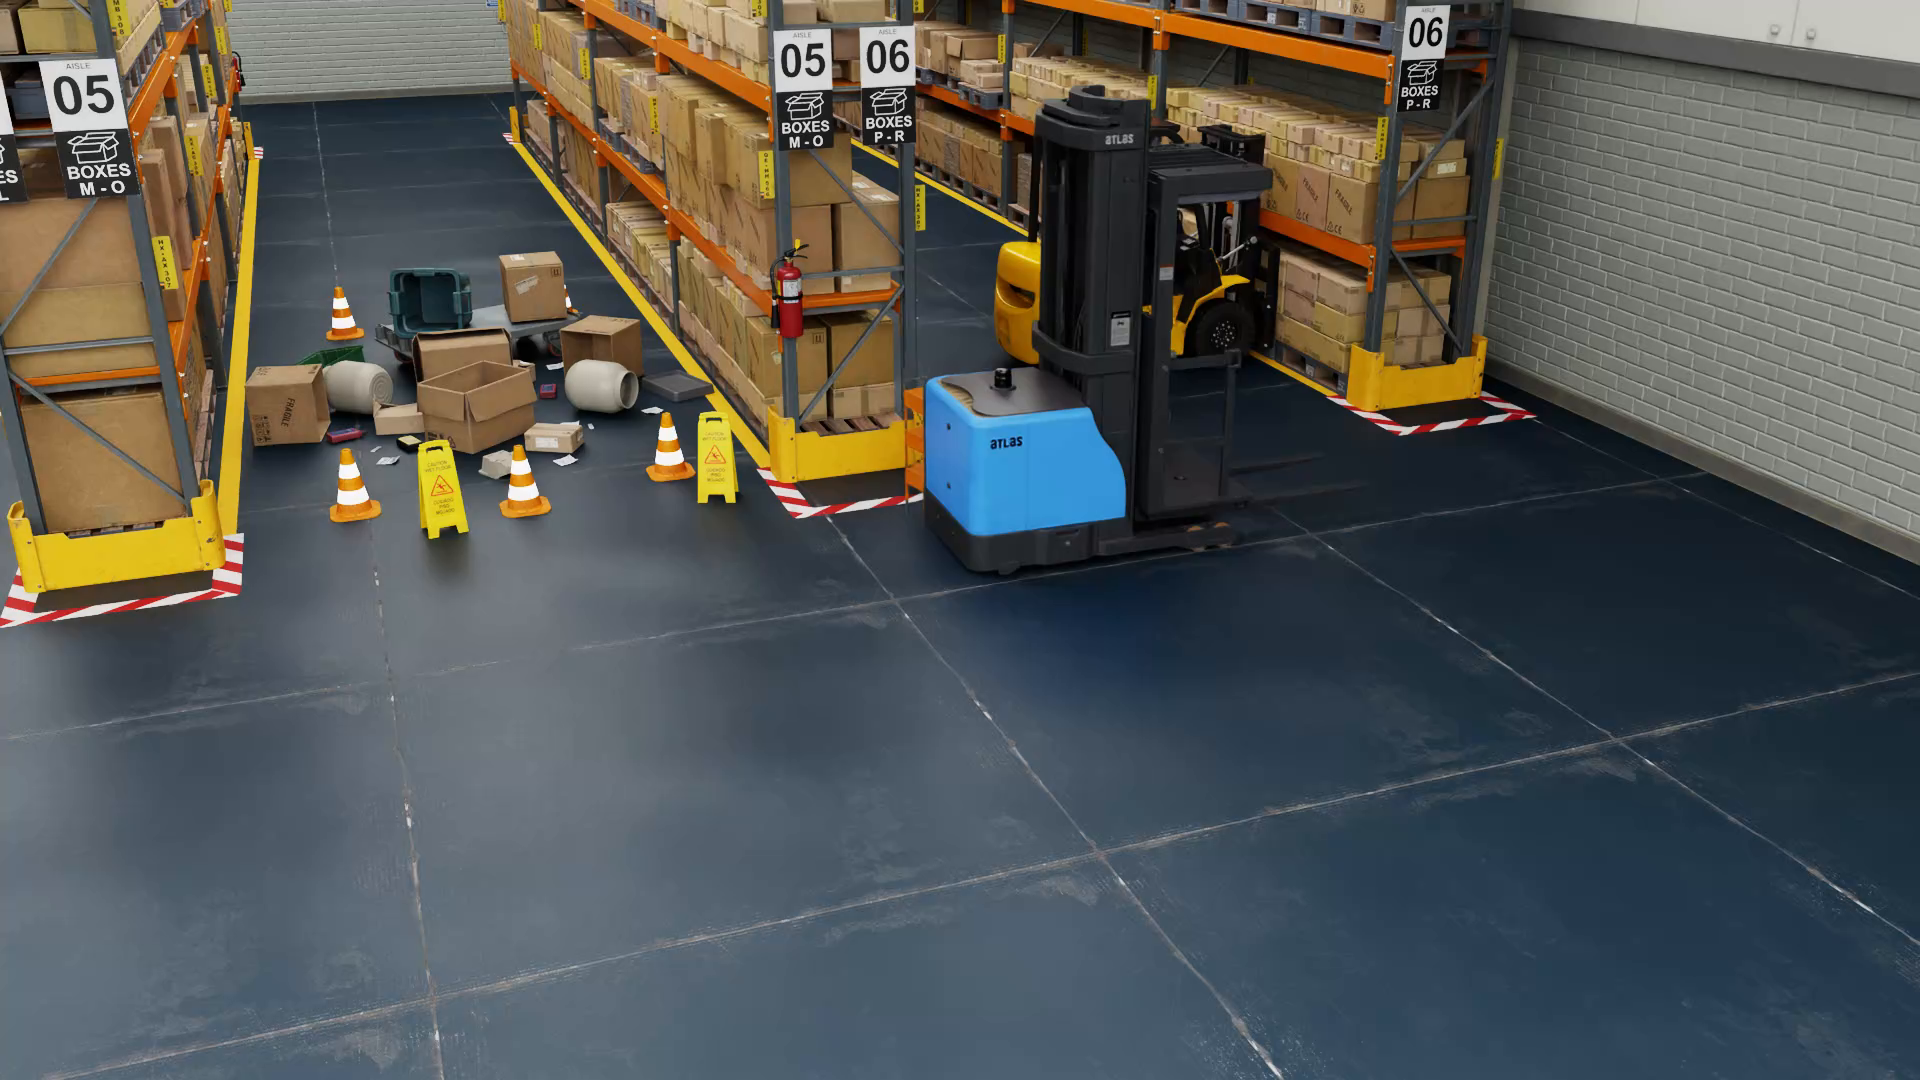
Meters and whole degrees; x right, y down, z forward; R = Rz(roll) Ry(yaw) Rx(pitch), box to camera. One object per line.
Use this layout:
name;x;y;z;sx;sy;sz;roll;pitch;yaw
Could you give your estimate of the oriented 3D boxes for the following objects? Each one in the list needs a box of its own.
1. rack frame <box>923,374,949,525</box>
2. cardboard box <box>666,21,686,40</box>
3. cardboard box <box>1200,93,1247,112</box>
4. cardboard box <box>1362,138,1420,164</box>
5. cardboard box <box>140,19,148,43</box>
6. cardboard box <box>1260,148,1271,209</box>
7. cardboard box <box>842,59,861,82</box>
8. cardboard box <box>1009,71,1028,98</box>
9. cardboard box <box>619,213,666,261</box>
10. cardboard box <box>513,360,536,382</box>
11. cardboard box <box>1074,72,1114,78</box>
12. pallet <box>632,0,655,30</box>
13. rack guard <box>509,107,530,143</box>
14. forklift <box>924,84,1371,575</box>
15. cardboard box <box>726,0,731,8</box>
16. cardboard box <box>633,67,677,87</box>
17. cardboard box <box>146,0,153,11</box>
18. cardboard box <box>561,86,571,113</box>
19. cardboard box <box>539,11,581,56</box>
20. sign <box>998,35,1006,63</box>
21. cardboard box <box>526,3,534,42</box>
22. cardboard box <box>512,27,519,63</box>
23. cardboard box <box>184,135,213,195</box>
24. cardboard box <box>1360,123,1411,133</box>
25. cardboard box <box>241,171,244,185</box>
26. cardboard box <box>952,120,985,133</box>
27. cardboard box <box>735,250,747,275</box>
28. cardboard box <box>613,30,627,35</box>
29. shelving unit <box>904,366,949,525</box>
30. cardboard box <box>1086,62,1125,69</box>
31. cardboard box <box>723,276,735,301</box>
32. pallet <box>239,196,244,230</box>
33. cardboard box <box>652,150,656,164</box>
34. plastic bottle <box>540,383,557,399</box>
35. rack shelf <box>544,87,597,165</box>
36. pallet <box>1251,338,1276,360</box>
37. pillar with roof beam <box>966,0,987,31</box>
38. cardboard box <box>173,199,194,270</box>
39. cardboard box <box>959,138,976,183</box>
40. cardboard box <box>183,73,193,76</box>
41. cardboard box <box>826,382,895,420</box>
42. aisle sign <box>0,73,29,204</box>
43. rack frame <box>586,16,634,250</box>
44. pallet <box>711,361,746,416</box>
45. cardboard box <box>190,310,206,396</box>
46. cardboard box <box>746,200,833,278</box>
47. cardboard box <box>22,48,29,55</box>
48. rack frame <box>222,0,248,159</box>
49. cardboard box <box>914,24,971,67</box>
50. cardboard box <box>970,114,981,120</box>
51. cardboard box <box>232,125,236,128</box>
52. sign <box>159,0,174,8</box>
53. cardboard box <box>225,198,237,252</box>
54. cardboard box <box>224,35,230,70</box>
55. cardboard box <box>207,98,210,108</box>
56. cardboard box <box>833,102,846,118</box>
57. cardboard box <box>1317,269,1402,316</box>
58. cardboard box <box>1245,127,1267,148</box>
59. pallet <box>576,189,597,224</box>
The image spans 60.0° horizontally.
rack frame;-0.160;-0.609;11.343;0.200;1.050;0.008;-15;27;-31
cardboard box;-2.300;-4.377;14.235;0.380;0.149;0.250;-8;24;-19
cardboard box;2.534;-4.195;15.993;0.380;0.149;0.250;-9;24;-20
cardboard box;3.513;-3.173;13.570;0.380;0.149;0.250;-8;24;-19
cardboard box;-5.846;-3.508;11.503;0.380;0.149;0.250;-8;24;-19
cardboard box;2.873;-3.336;15.174;0.500;0.500;0.500;-8;24;-19
cardboard box;-0.619;-3.339;11.771;0.380;0.149;0.250;-8;24;-19
cardboard box;0.916;-5.460;19.891;0.500;0.250;0.500;-8;24;-19
cardboard box;-3.173;-3.323;18.115;0.950;0.372;0.625;-9;24;-20
cardboard box;-3.939;-1.511;14.492;0.396;0.266;0.258;12;26;27
cardboard box;1.496;-5.137;18.611;0.380;0.149;0.250;-8;24;-19
pallet;-2.337;-4.895;15.383;1.213;0.211;1.003;-8;24;-19
rack guard;-6.466;-6.578;26.213;1.175;0.500;0.348;-8;24;-19
forklift;1.329;-1.459;10.937;3.031;2.935;1.130;-8;24;-18
cardboard box;-1.553;-4.101;12.552;0.380;0.149;0.250;-9;24;-21
cardboard box;-2.967;-4.518;16.220;0.380;0.149;0.250;-9;25;-21
cardboard box;-6.221;-4.007;12.174;0.500;0.250;0.500;-8;24;-19
cardboard box;-4.618;-5.443;20.496;0.500;0.250;0.500;-9;24;-20
cardboard box;-5.158;-6.575;21.572;0.500;0.500;0.500;-8;24;-18
sign;0.506;-5.916;20.035;0.100;0.325;0.005;-8;24;-19
cardboard box;-5.641;-7.094;22.802;0.500;0.500;0.500;-9;24;-20
cardboard box;-6.352;-7.373;24.753;0.500;0.500;0.500;-9;24;-20
cardboard box;-7.280;-3.469;15.489;0.500;0.500;0.500;-8;24;-18
cardboard box;3.677;-3.509;14.366;0.380;0.149;0.250;-8;24;-19
cardboard box;-9.562;-4.705;21.680;0.380;0.149;0.250;-8;24;-17
cardboard box;0.118;-5.564;22.431;0.380;0.149;0.250;-8;24;-19
cardboard box;-1.521;-2.161;12.837;0.380;0.149;0.250;-8;24;-18
cardboard box;-3.761;-5.713;19.526;0.500;0.500;0.500;-8;24;-19
shelving unit;-0.228;-0.649;11.436;0.215;1.050;0.252;-15;27;-31
cardboard box;1.698;-5.489;19.448;0.380;0.149;0.250;-9;24;-20
cardboard box;-1.702;-2.046;13.440;0.380;0.149;0.250;-7;24;-17
pallet;-9.363;-3.984;20.431;1.003;0.211;1.213;-8;24;-19
cardboard box;-2.735;-3.686;15.916;0.380;0.149;0.250;-9;25;-21
plastic bottle;-3.517;-1.281;14.210;0.133;0.061;0.283;-4;23;-10
rack shelf;-4.338;-5.209;20.674;1.077;0.370;4.000;-8;24;-19
pallet;3.100;-2.020;15.770;1.003;0.211;1.213;-8;24;-19
pillar with roof beam;-3.833;-9.501;22.205;9.100;9.000;0.400;-8;24;-19
cardboard box;-6.457;-2.385;12.853;0.875;0.550;0.550;-8;24;-19
cardboard box;0.306;-5.036;22.013;0.500;0.500;0.500;-7;24;-17
cardboard box;-8.675;-5.122;18.557;0.380;0.149;0.250;-8;24;-17
cardboard box;-0.832;-1.165;13.151;0.500;0.250;0.500;-9;24;-19
aisle sign;-5.656;-2.323;9.551;0.394;0.787;0.004;-8;24;-19
rack frame;-3.632;-4.814;18.810;1.000;3.000;0.127;-8;24;-19
pallet;-1.513;-1.393;14.283;1.003;0.211;1.213;-8;24;-19
cardboard box;-6.657;-1.621;13.429;0.875;0.875;0.875;-8;24;-18
cardboard box;-1.255;-2.250;12.215;0.500;0.500;0.500;-9;24;-20
cardboard box;-6.195;-3.142;10.634;0.380;0.149;0.250;-9;24;-20
rack frame;-11.053;-7.005;24.008;1.000;3.000;0.127;-8;24;-19
cardboard box;-0.258;-6.795;22.840;0.700;0.500;0.500;-8;24;-18
cardboard box;0.351;-5.818;23.033;0.380;0.149;0.250;-8;24;-18
cardboard box;-10.351;-5.723;23.330;0.380;0.149;0.250;-9;25;-21
sign;-6.295;-4.379;13.147;0.100;0.325;0.005;-8;24;-19
cardboard box;-8.238;-3.432;18.208;0.500;0.500;0.500;-9;25;-21
cardboard box;-10.122;-6.507;22.315;0.500;0.500;0.500;-7;24;-16
cardboard box;-8.851;-5.039;19.127;0.380;0.149;0.250;-7;24;-17
cardboard box;-1.688;-7.211;27.171;0.797;0.503;0.637;-9;25;-21
cardboard box;3.382;-2.102;14.086;0.500;0.250;0.500;-8;24;-17
cardboard box;2.818;-3.672;15.136;0.380;0.149;0.250;-9;24;-20
pallet;-4.267;-4.269;21.106;1.003;0.211;1.213;-8;24;-19
